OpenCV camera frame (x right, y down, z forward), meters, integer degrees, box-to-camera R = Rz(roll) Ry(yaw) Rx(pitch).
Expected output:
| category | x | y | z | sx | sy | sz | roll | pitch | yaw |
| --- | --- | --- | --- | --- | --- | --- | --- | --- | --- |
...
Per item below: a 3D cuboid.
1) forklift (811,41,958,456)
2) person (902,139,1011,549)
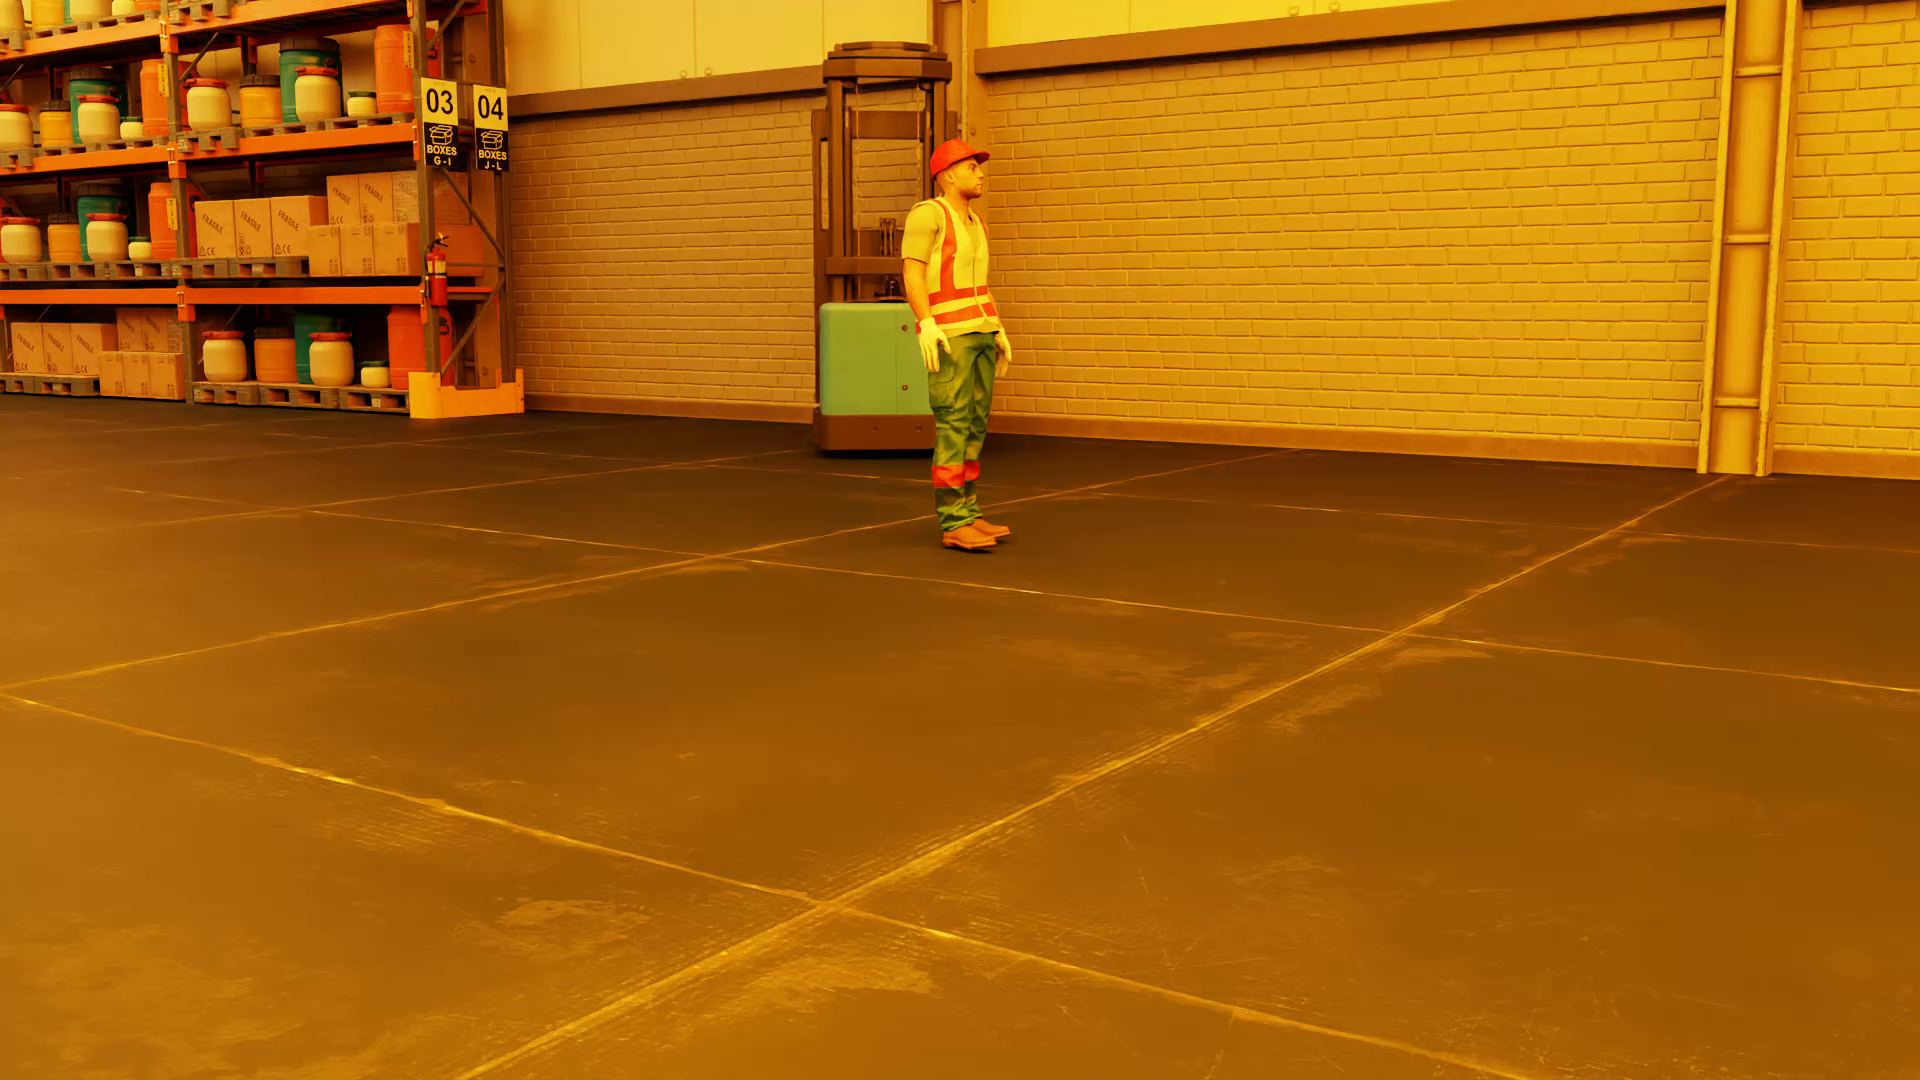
| category | x | y | z | sx | sy | sz | roll | pitch | yaw |
| --- | --- | --- | --- | --- | --- | --- | --- | --- | --- |
| forklift | -0.584 | -2.216 | 12.780 | 1.130 | 2.935 | 3.031 | -1 | 8 | -6 |
| person | 0.059 | -0.885 | 7.422 | 0.564 | 1.787 | 0.637 | 5 | 10 | 34 |
